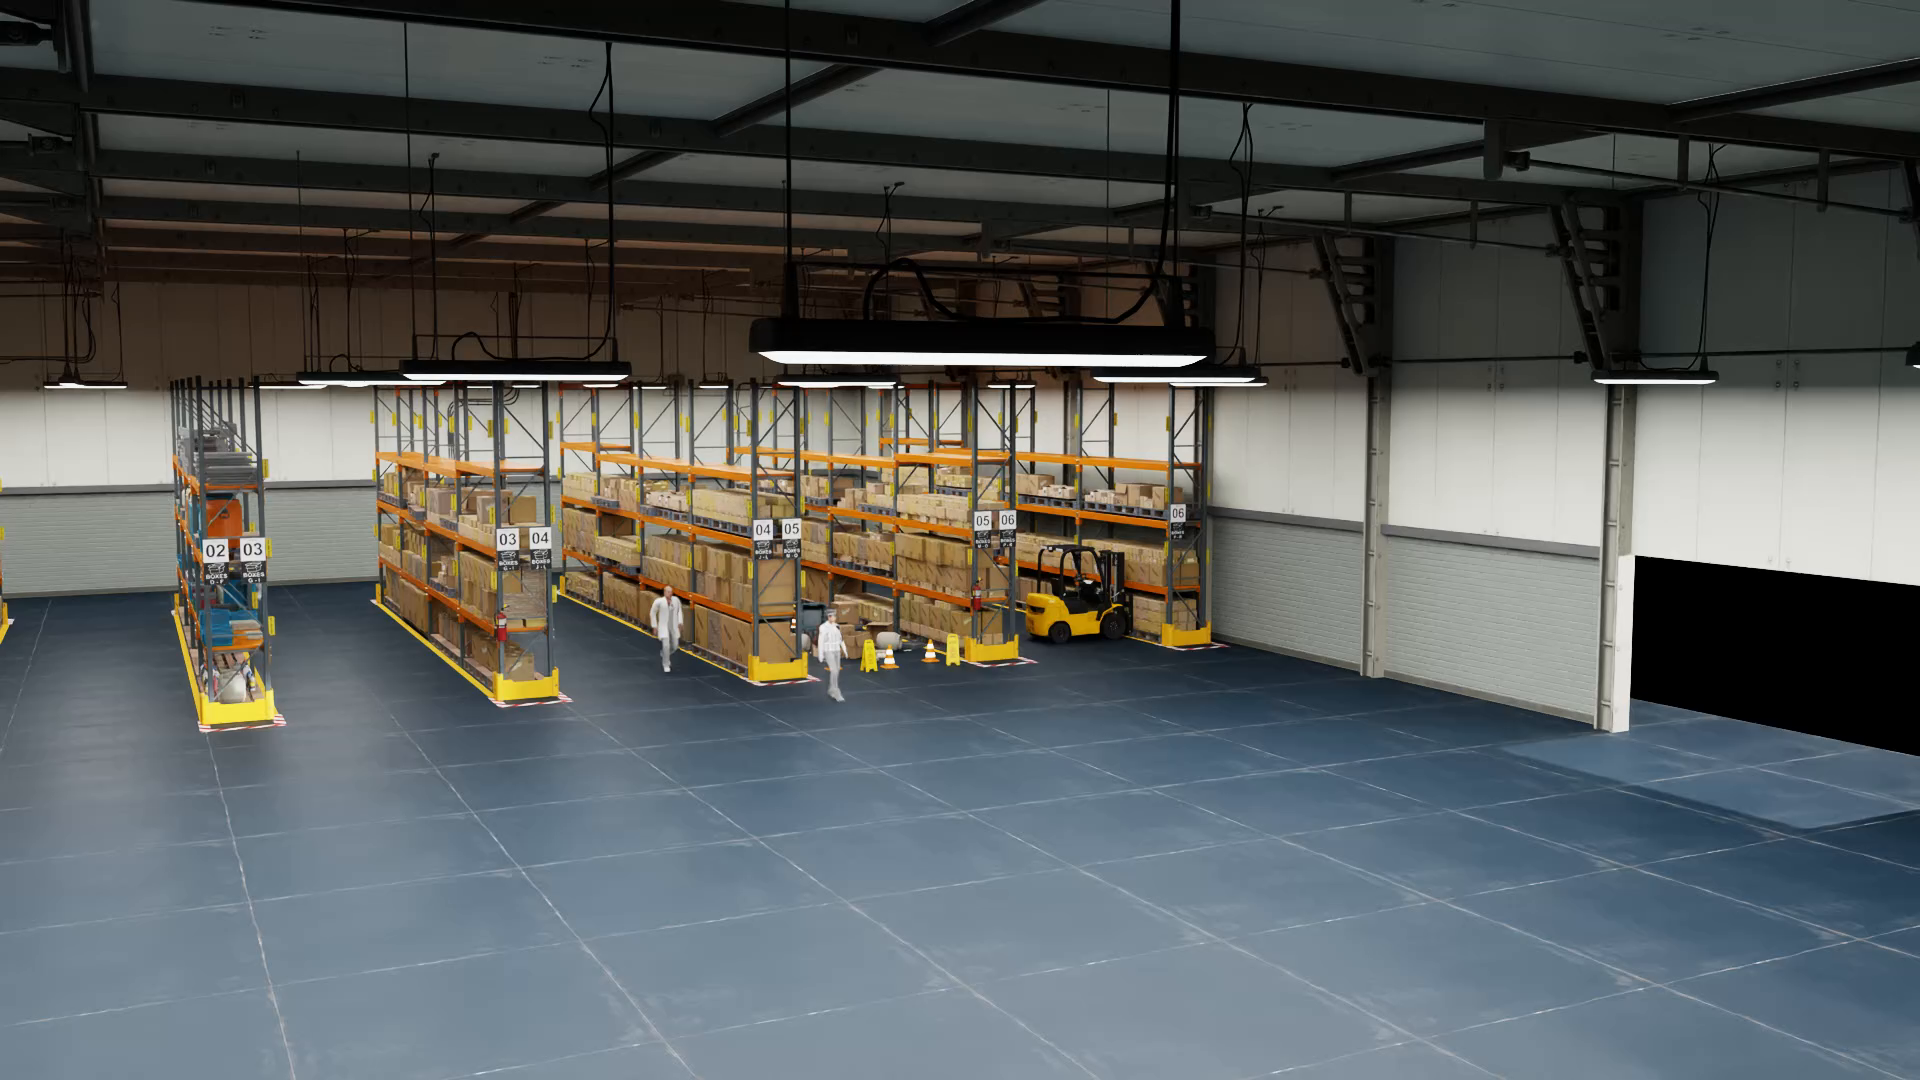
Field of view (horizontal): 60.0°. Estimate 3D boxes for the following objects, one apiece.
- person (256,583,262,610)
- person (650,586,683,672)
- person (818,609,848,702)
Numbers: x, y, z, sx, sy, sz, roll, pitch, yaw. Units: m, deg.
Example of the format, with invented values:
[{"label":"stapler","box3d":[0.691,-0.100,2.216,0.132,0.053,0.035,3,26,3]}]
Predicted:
[{"label":"person","box3d":[-18.319,0.994,43.090,0.556,1.773,0.484,0,5,4]},{"label":"person","box3d":[-6.077,1.806,34.301,0.673,1.765,0.740,-4,6,-36]},{"label":"person","box3d":[-2.305,2.144,31.070,0.655,1.691,0.507,4,7,41]}]
